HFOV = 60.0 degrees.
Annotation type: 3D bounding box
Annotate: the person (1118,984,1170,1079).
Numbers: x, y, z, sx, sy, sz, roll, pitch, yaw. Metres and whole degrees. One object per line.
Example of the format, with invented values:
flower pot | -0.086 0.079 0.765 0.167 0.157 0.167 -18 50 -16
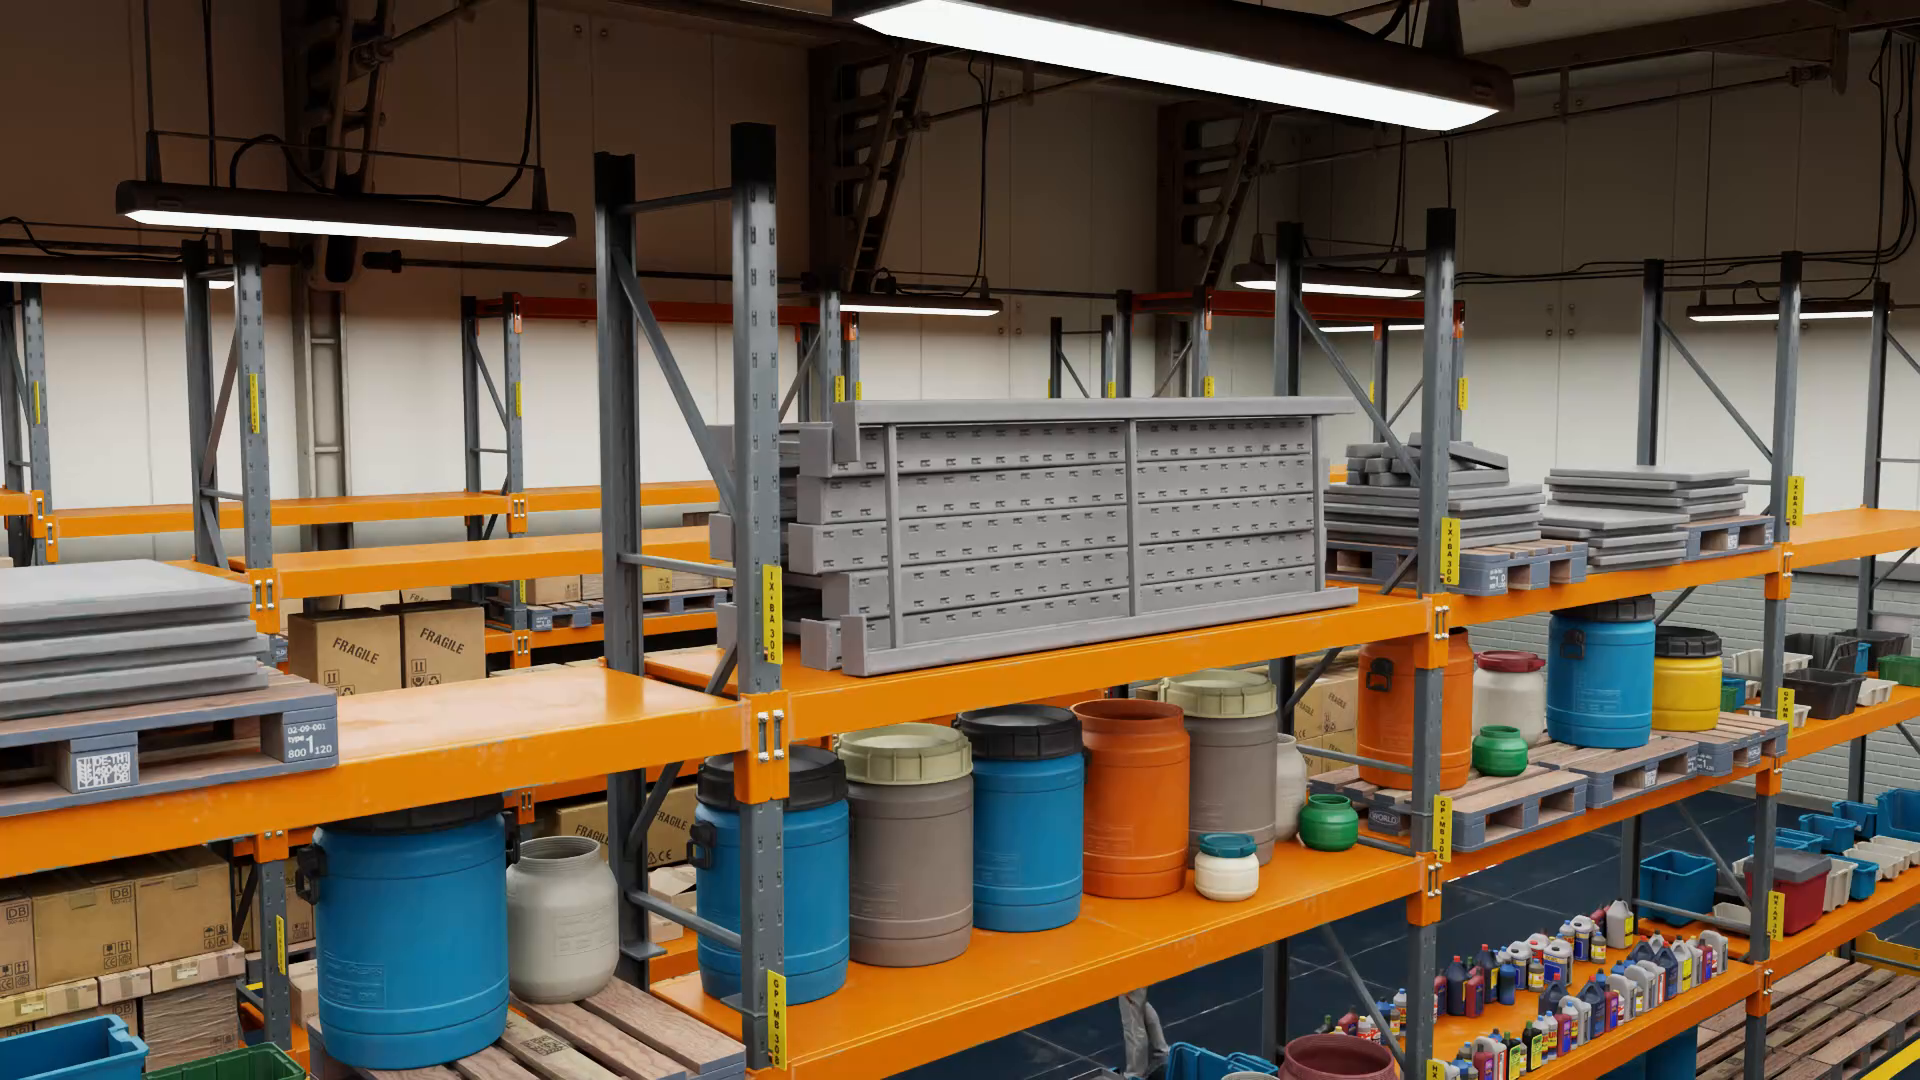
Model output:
person | 1.299 3.122 12.166 0.414 1.770 0.612 4 7 36
